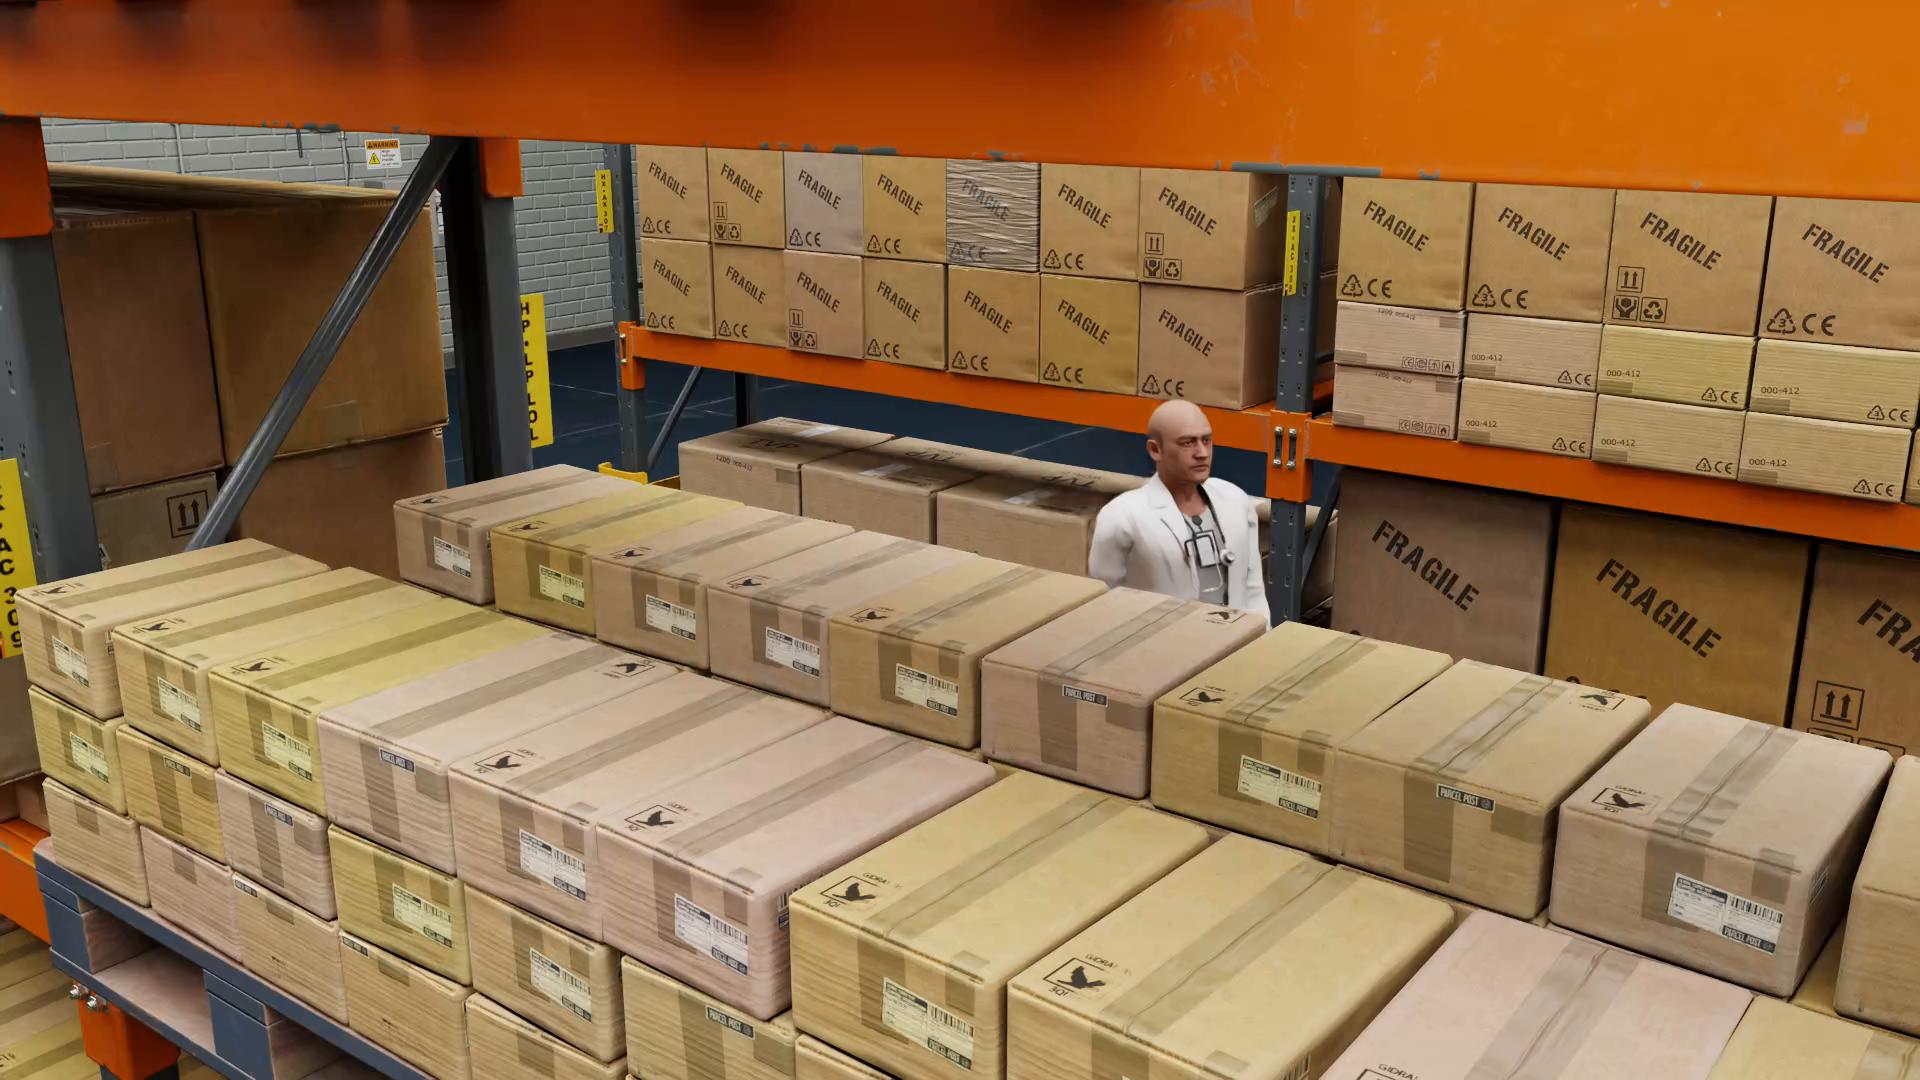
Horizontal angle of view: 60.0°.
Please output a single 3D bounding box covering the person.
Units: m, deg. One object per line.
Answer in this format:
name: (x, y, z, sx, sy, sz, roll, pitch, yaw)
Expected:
person: (0.662, 0.424, 5.084, 0.559, 1.739, 0.958, -9, 18, -27)
